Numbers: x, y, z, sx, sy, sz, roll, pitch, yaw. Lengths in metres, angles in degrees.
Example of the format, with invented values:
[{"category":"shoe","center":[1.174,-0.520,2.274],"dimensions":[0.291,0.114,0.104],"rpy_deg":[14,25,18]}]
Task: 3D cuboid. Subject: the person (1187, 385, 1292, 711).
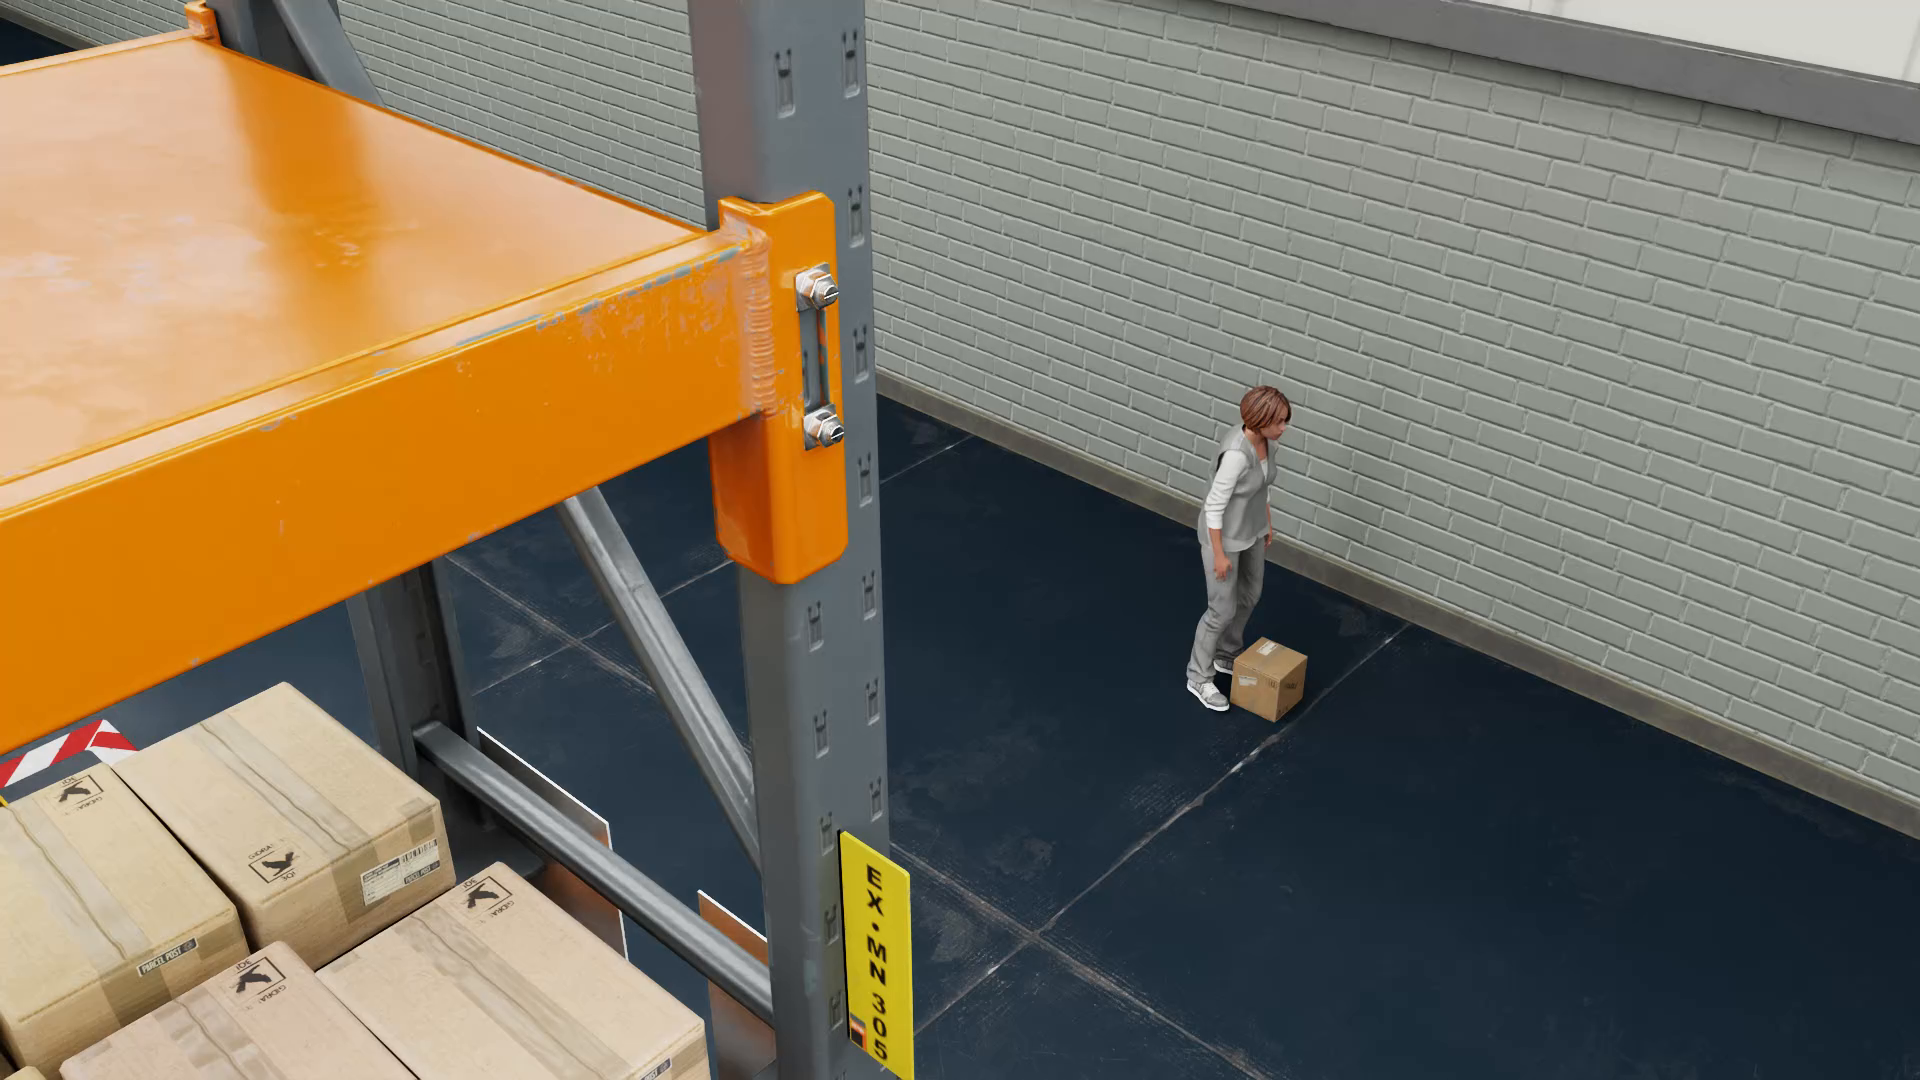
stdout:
[{"category":"person","center":[1.274,0.005,7.637],"dimensions":[0.346,1.593,0.477],"rpy_deg":[24,39,34]}]
